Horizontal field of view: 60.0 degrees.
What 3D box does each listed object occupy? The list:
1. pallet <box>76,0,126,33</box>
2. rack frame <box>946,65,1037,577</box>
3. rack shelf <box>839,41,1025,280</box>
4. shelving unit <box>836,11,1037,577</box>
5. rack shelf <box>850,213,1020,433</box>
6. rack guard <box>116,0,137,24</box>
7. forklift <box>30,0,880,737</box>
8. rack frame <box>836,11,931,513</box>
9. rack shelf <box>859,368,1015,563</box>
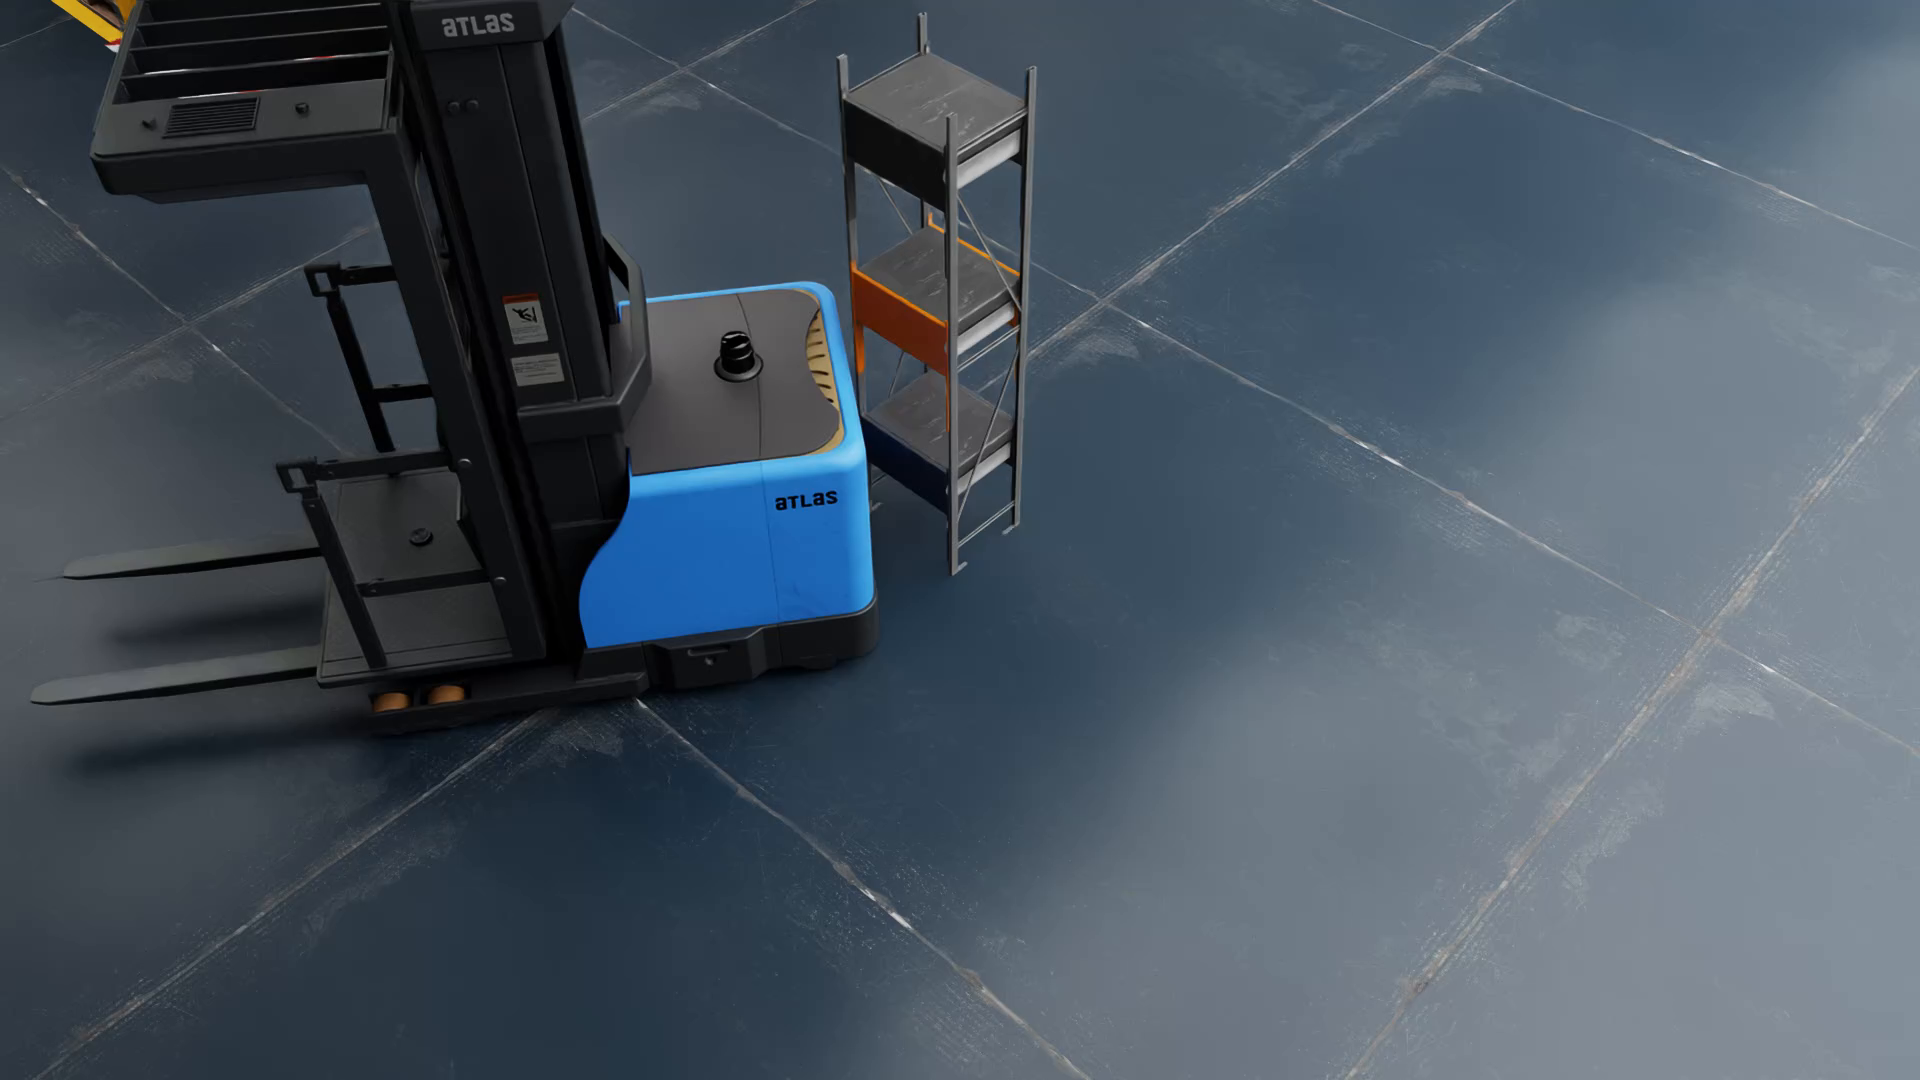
[{"bbox_3d":[-4.747,-3.440,9.835,1.213,0.211,1.003,34,55,28],"label":"pallet"},{"bbox_3d":[0.101,-0.681,5.949,0.015,2.100,0.400,35,56,28],"label":"rack frame"},{"bbox_3d":[-0.076,-1.273,5.564,0.480,0.518,0.431,35,56,28],"label":"rack shelf"},{"bbox_3d":[-0.076,-0.803,6.064,0.503,2.100,0.431,35,56,28],"label":"shelving unit"},{"bbox_3d":[-0.076,-0.794,6.074,0.480,0.518,0.431,35,56,28],"label":"rack shelf"},{"bbox_3d":[-4.139,-3.171,9.384,0.348,0.500,1.175,34,55,28],"label":"rack guard"},{"bbox_3d":[-1.871,-0.709,5.405,3.031,2.935,1.130,-7,47,-7],"label":"forklift"},{"bbox_3d":[-0.253,-0.926,6.179,0.015,2.100,0.400,35,56,28],"label":"rack frame"},{"bbox_3d":[-0.076,-0.315,6.584,0.480,0.518,0.431,35,56,28],"label":"rack shelf"}]
